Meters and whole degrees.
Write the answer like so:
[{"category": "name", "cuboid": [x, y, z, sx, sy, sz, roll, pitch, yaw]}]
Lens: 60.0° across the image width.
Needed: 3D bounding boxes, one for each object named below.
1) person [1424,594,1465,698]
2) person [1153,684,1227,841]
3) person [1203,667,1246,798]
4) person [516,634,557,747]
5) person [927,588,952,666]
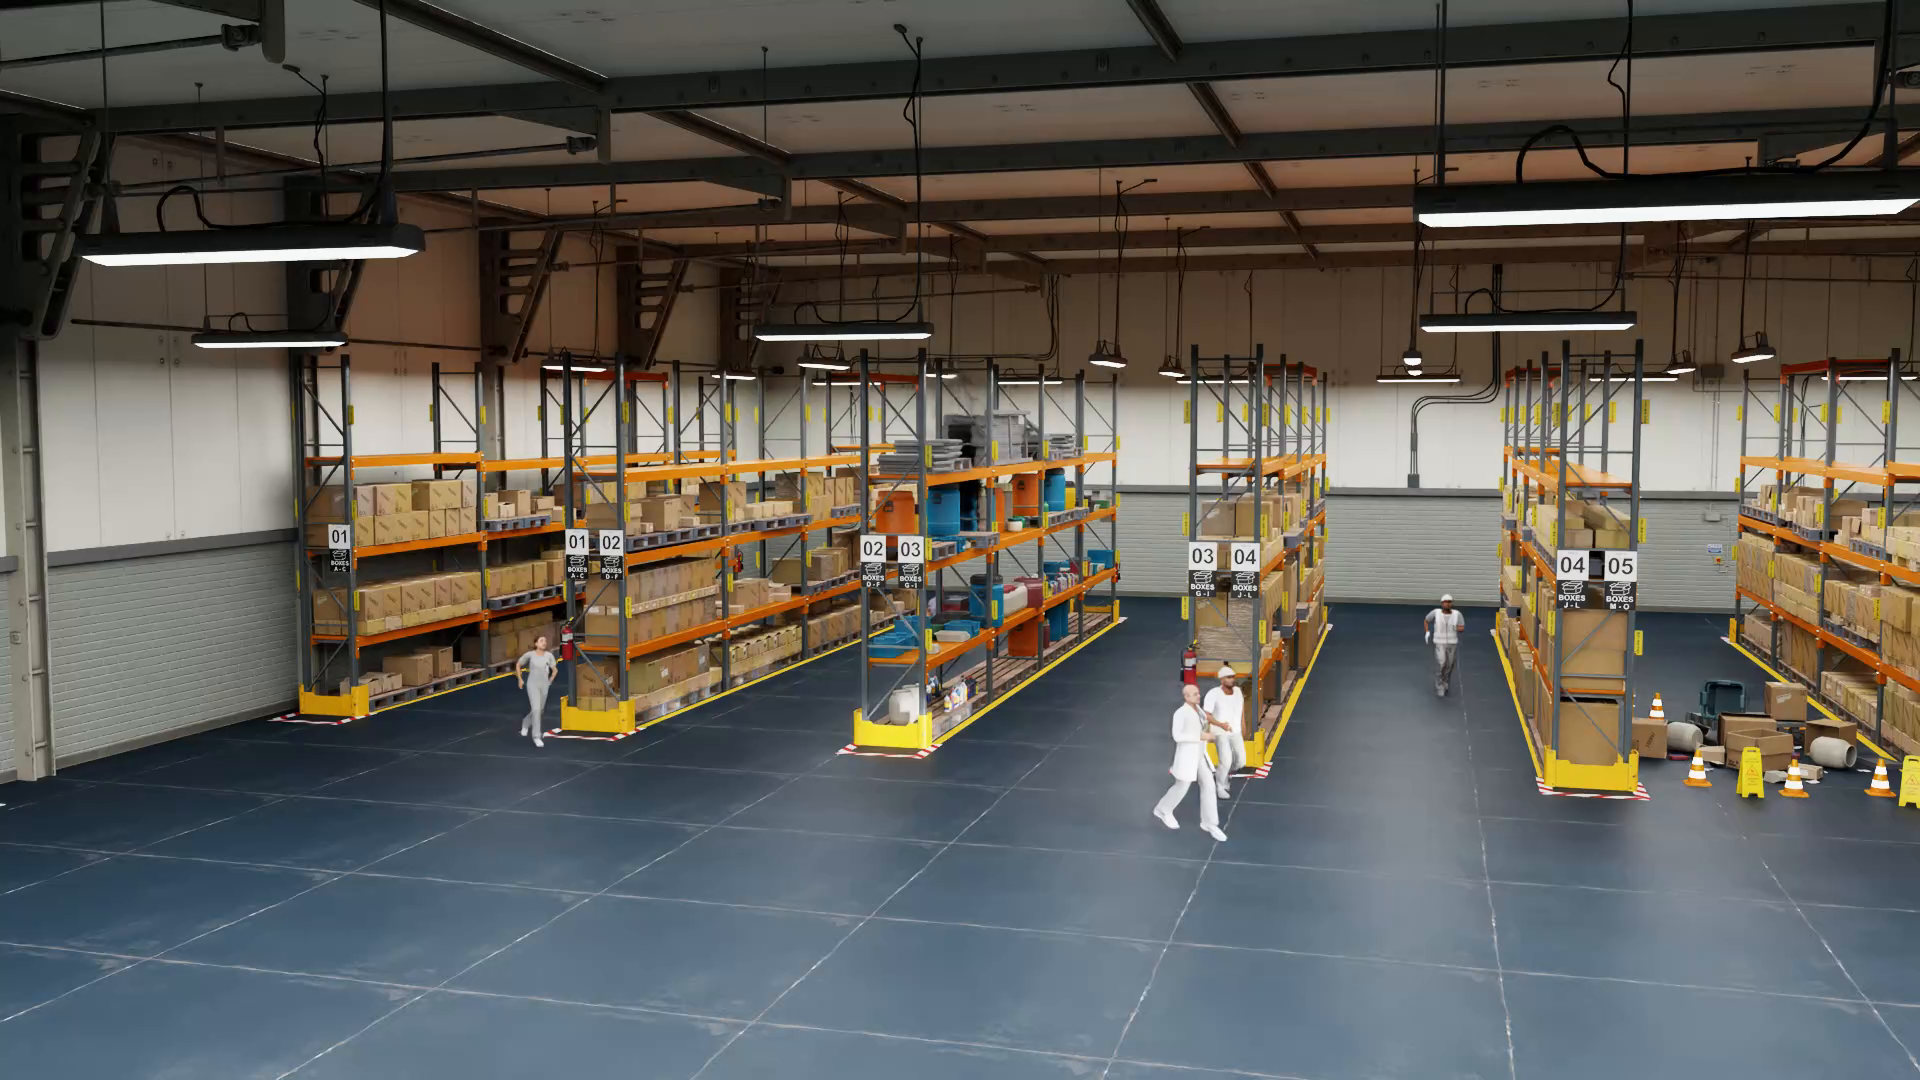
[{"category": "person", "cuboid": [8.666, 1.886, 29.702, 0.662, 1.841, 0.776, 0, 4, 2]}, {"category": "person", "cuboid": [2.724, 2.623, 19.794, 0.966, 1.831, 0.697, 4, 6, 45]}, {"category": "person", "cuboid": [3.501, 2.507, 21.725, 0.732, 1.718, 0.599, -2, 5, -28]}, {"category": "person", "cuboid": [-6.448, 2.284, 25.450, 0.596, 1.638, 0.837, -3, 5, -34]}, {"category": "person", "cuboid": [-0.411, 1.725, 33.079, 0.609, 1.614, 0.527, 1, 4, 15]}]
